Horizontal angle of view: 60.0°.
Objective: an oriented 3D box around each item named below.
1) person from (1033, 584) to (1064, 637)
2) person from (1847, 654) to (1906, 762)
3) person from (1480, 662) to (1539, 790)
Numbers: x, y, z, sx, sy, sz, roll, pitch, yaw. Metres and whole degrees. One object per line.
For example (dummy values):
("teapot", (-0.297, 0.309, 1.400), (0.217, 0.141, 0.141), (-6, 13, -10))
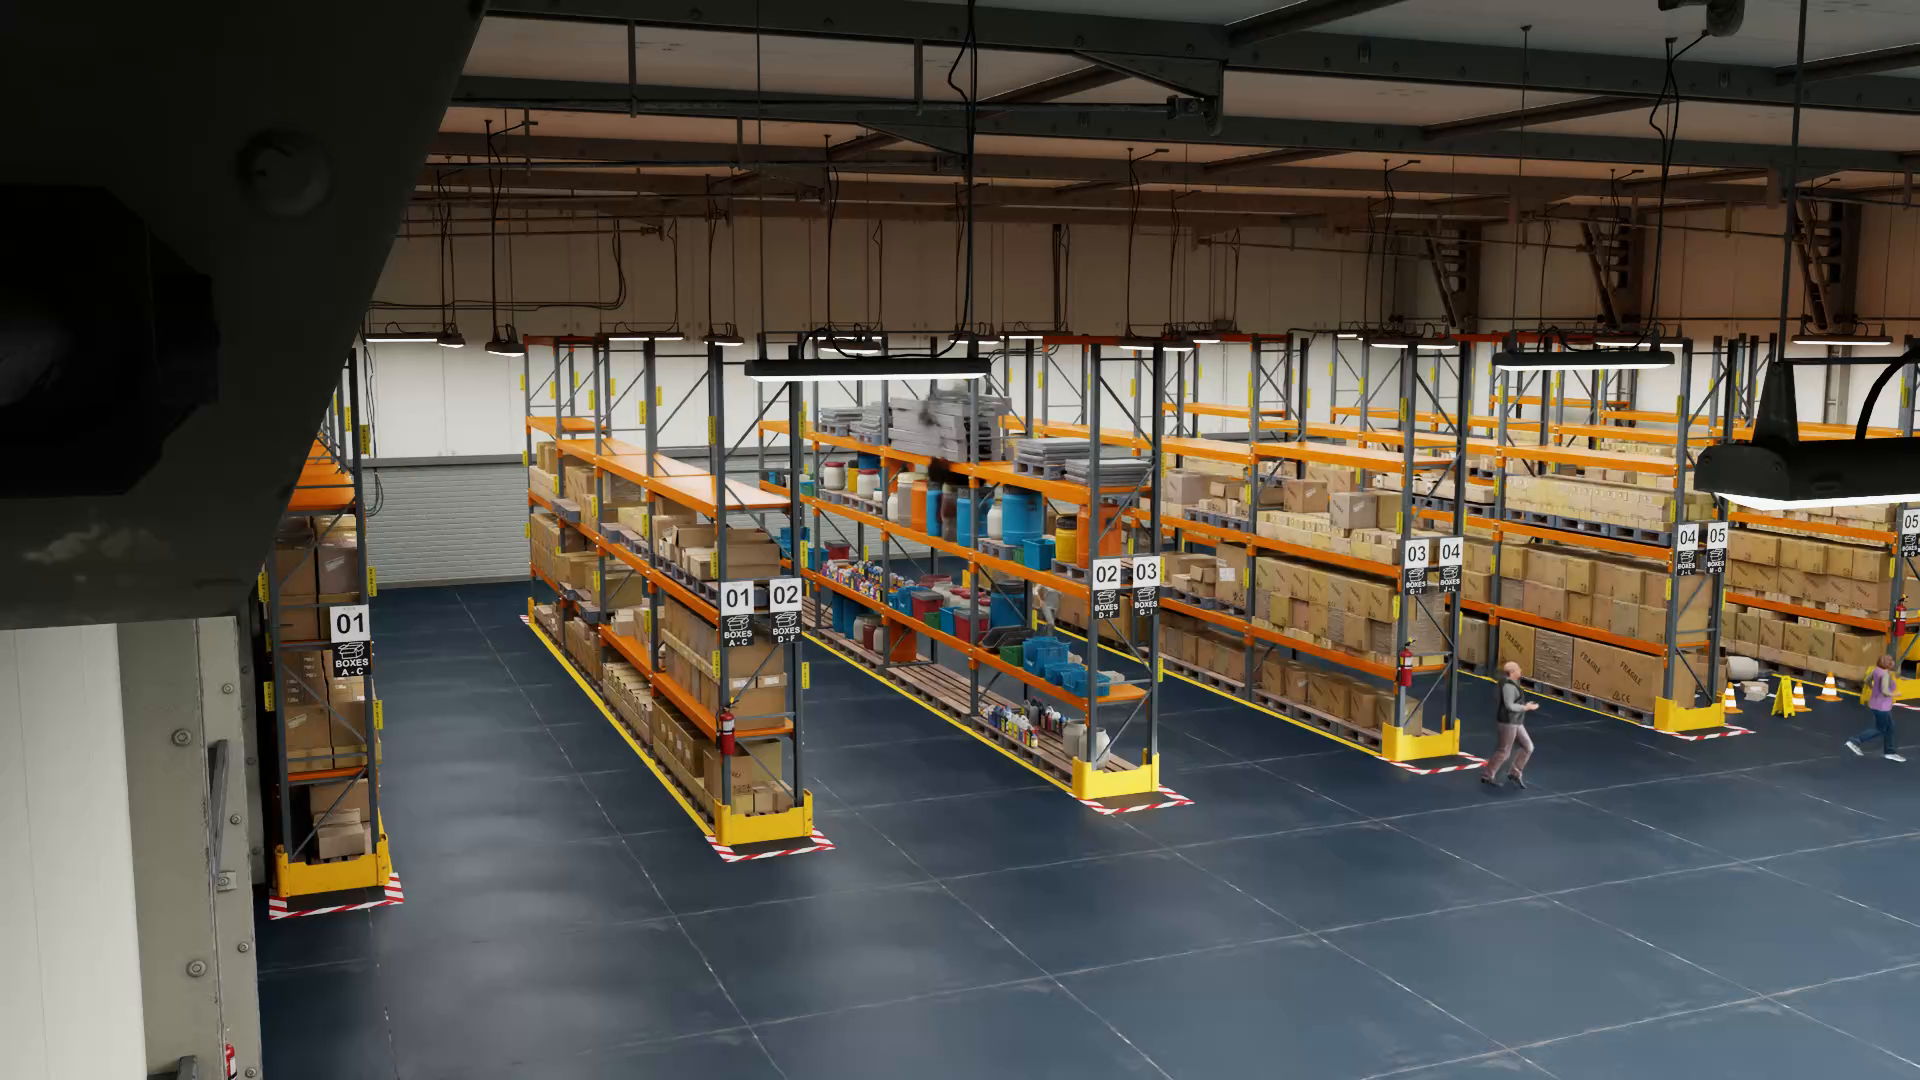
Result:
("person", (1.711, 1.340, 31.632), (0.523, 1.647, 0.739), (-4, 9, -30))
("person", (13.191, 2.408, 23.809), (0.794, 1.580, 0.574), (2, 8, 14))
("person", (7.424, 2.510, 22.422), (0.704, 1.756, 0.653), (3, 8, 23))
